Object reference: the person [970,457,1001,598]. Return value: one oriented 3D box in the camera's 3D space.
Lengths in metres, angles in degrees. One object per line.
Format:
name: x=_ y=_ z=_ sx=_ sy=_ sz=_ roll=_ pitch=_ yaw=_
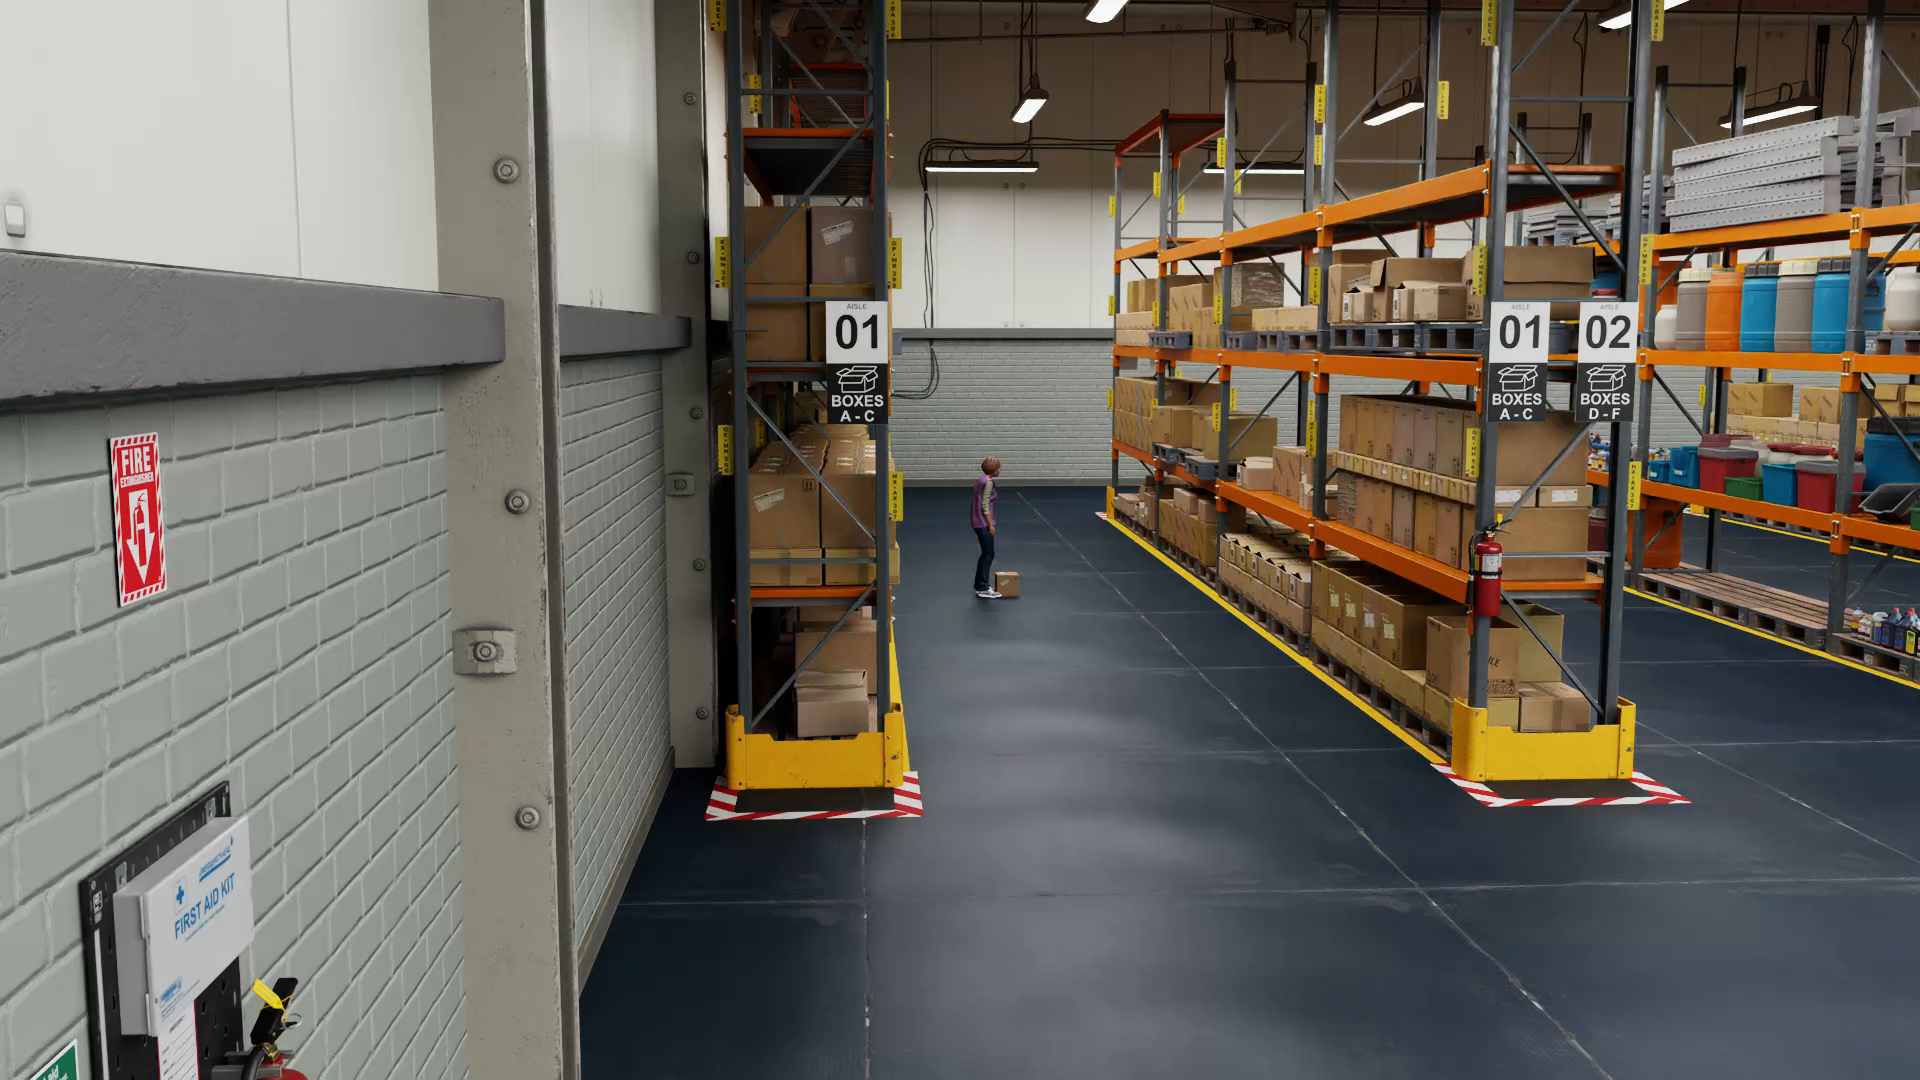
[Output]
person: x=0.300 y=-0.154 z=19.044 sx=0.347 sy=1.593 sz=0.477 roll=-1 pitch=7 yaw=-5
